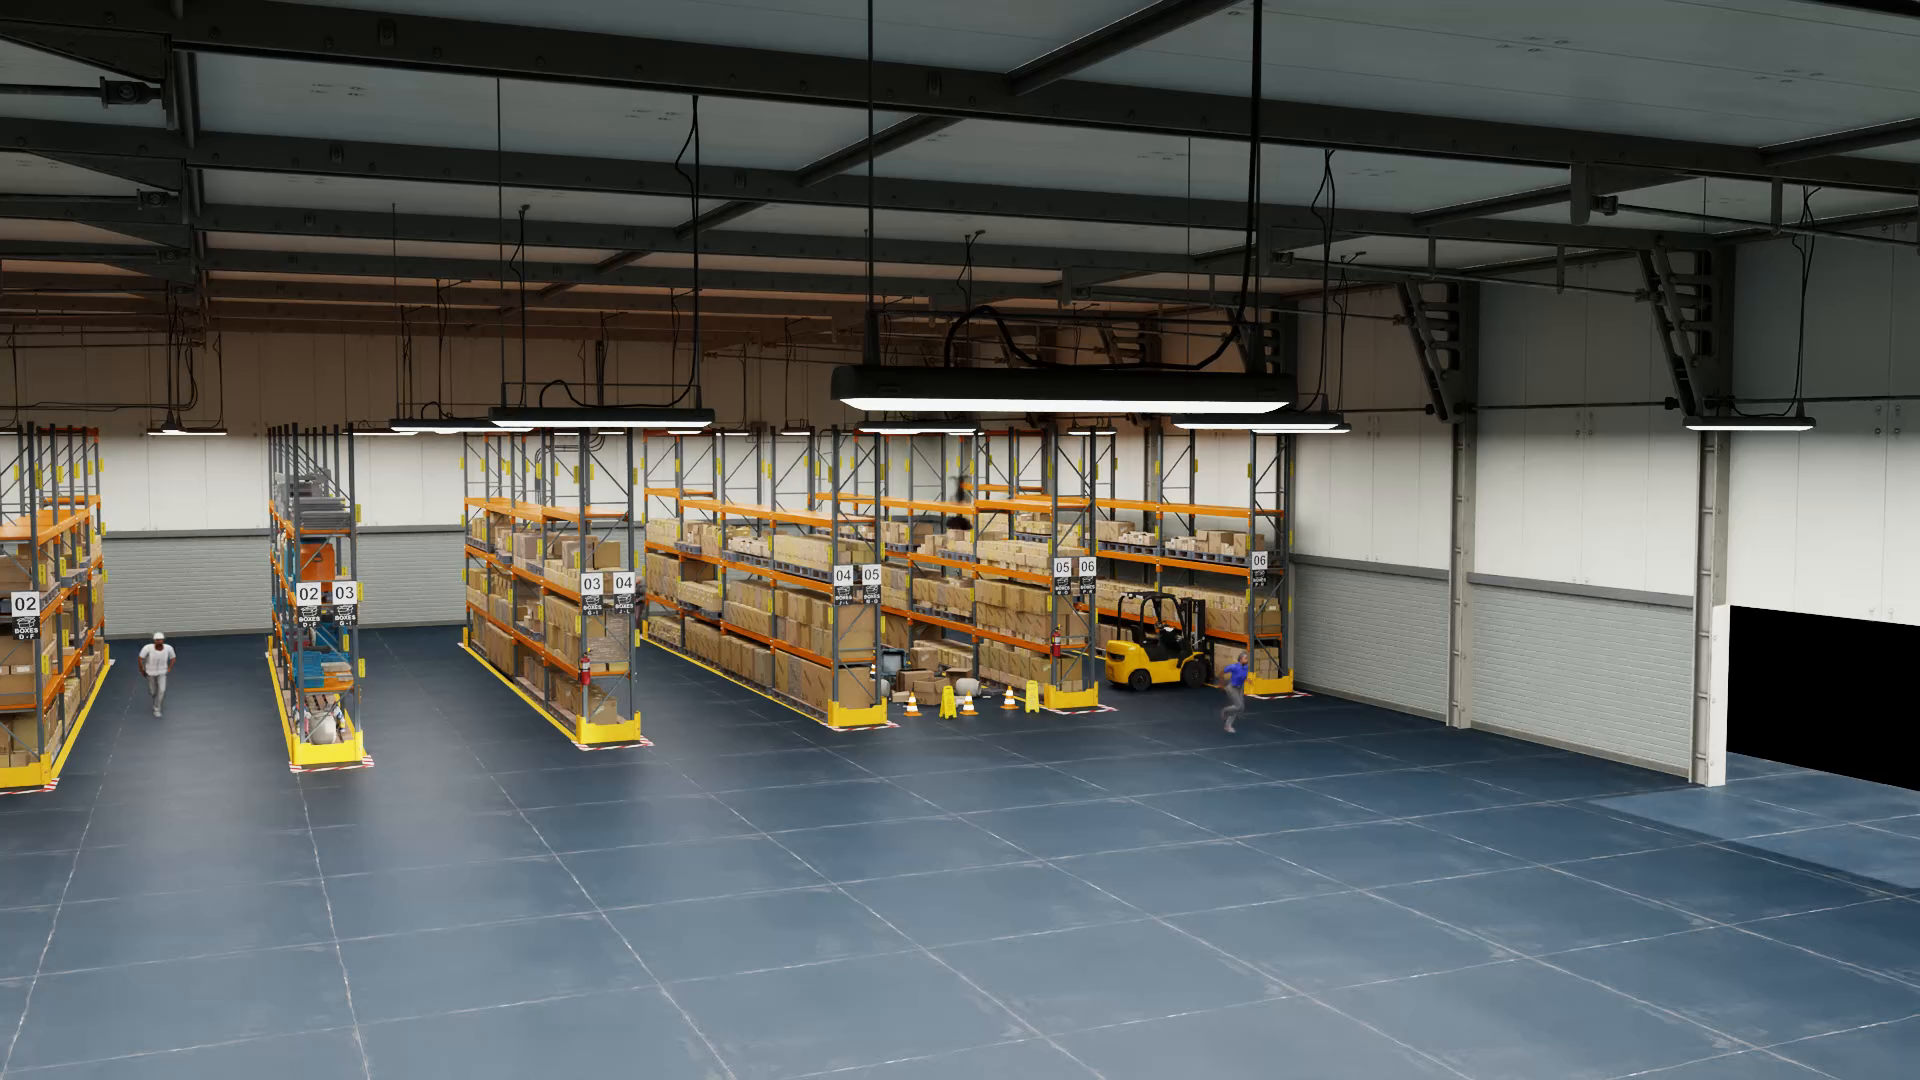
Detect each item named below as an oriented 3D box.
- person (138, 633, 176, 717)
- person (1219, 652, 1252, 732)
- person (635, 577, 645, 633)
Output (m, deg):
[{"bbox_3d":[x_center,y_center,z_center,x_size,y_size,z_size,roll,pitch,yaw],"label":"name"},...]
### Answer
[{"bbox_3d":[-16.667,2.777,34.530,0.717,1.739,0.836,-2,4,-29],"label":"person"},{"bbox_3d":[5.404,2.974,32.408,0.561,1.569,0.676,-3,5,-44],"label":"person"},{"bbox_3d":[-9.486,1.909,48.750,0.653,1.671,0.573,2,4,27],"label":"person"}]
